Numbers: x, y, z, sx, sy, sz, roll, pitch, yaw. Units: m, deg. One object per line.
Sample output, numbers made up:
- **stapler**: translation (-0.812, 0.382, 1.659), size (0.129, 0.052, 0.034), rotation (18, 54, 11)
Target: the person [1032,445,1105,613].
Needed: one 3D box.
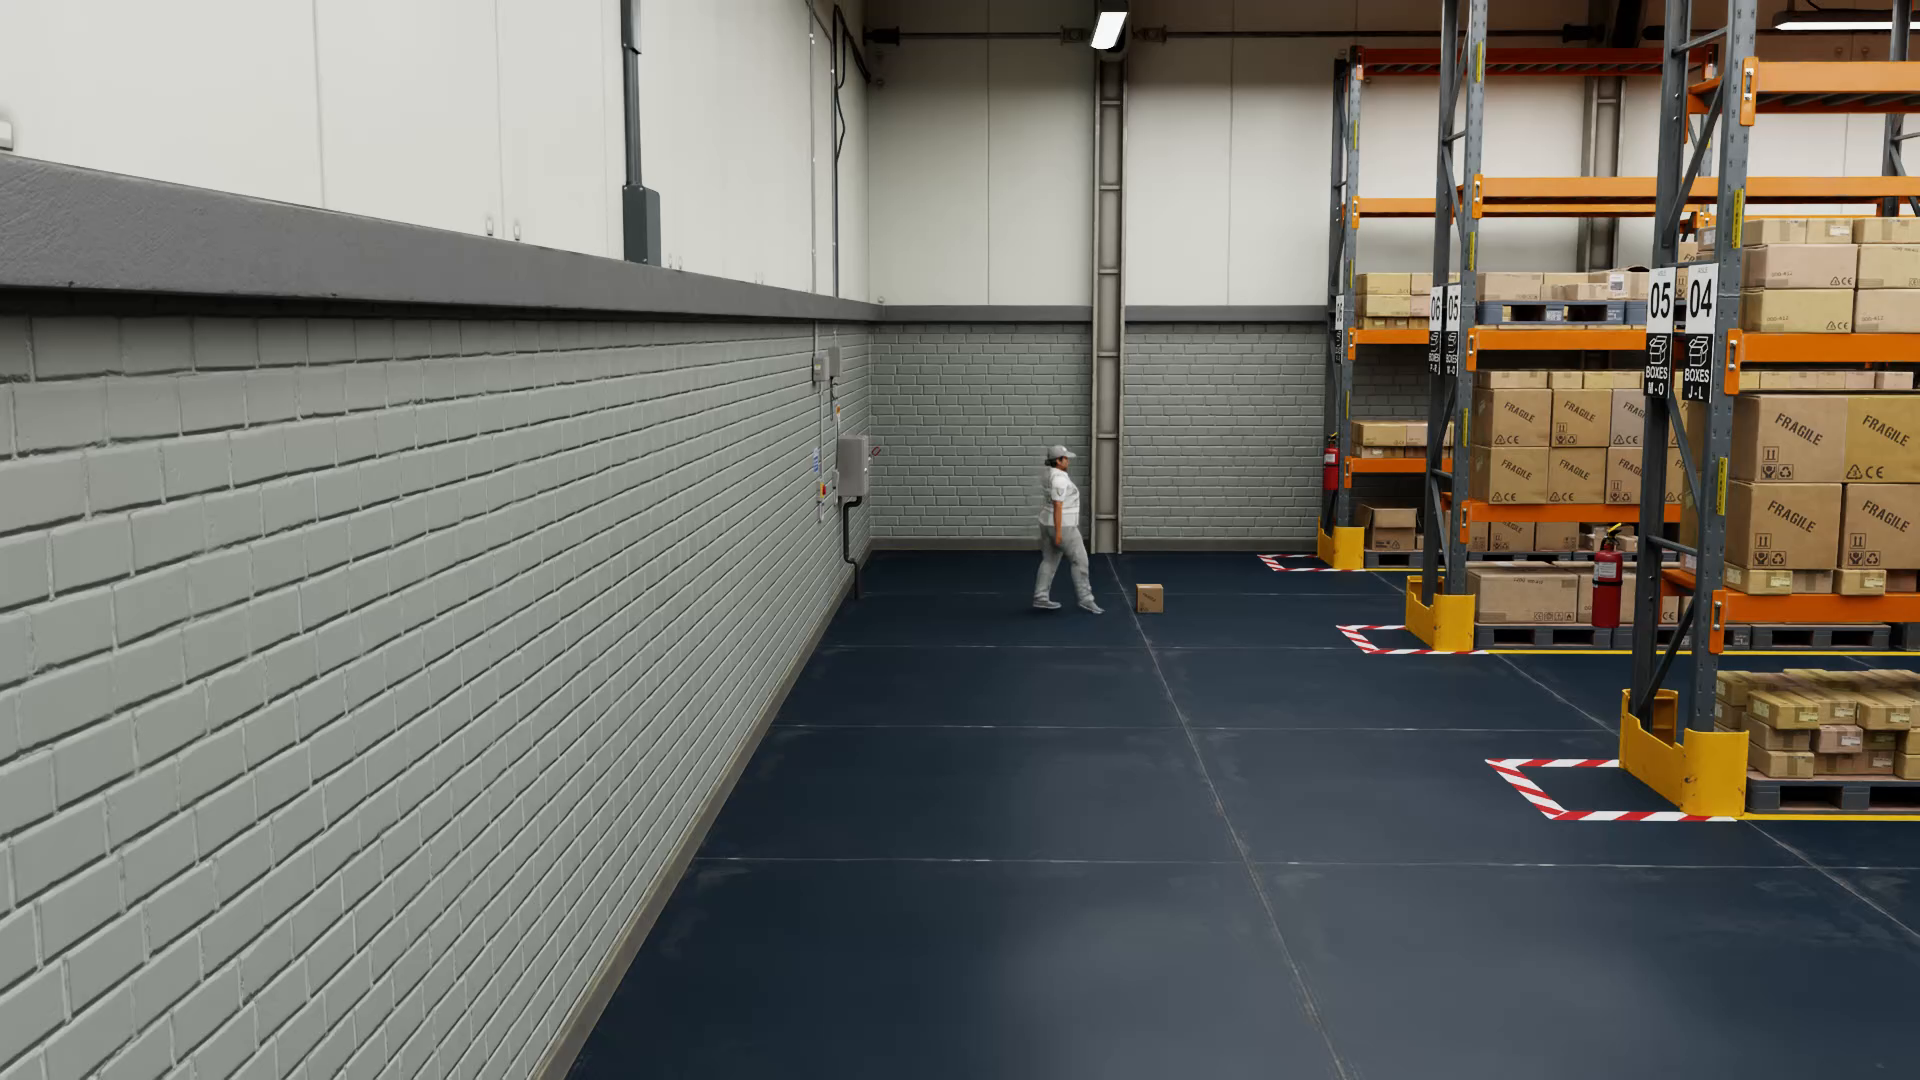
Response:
- **person**: translation (1.081, -0.100, 16.612), size (0.696, 1.700, 0.498), rotation (-2, 8, -17)
